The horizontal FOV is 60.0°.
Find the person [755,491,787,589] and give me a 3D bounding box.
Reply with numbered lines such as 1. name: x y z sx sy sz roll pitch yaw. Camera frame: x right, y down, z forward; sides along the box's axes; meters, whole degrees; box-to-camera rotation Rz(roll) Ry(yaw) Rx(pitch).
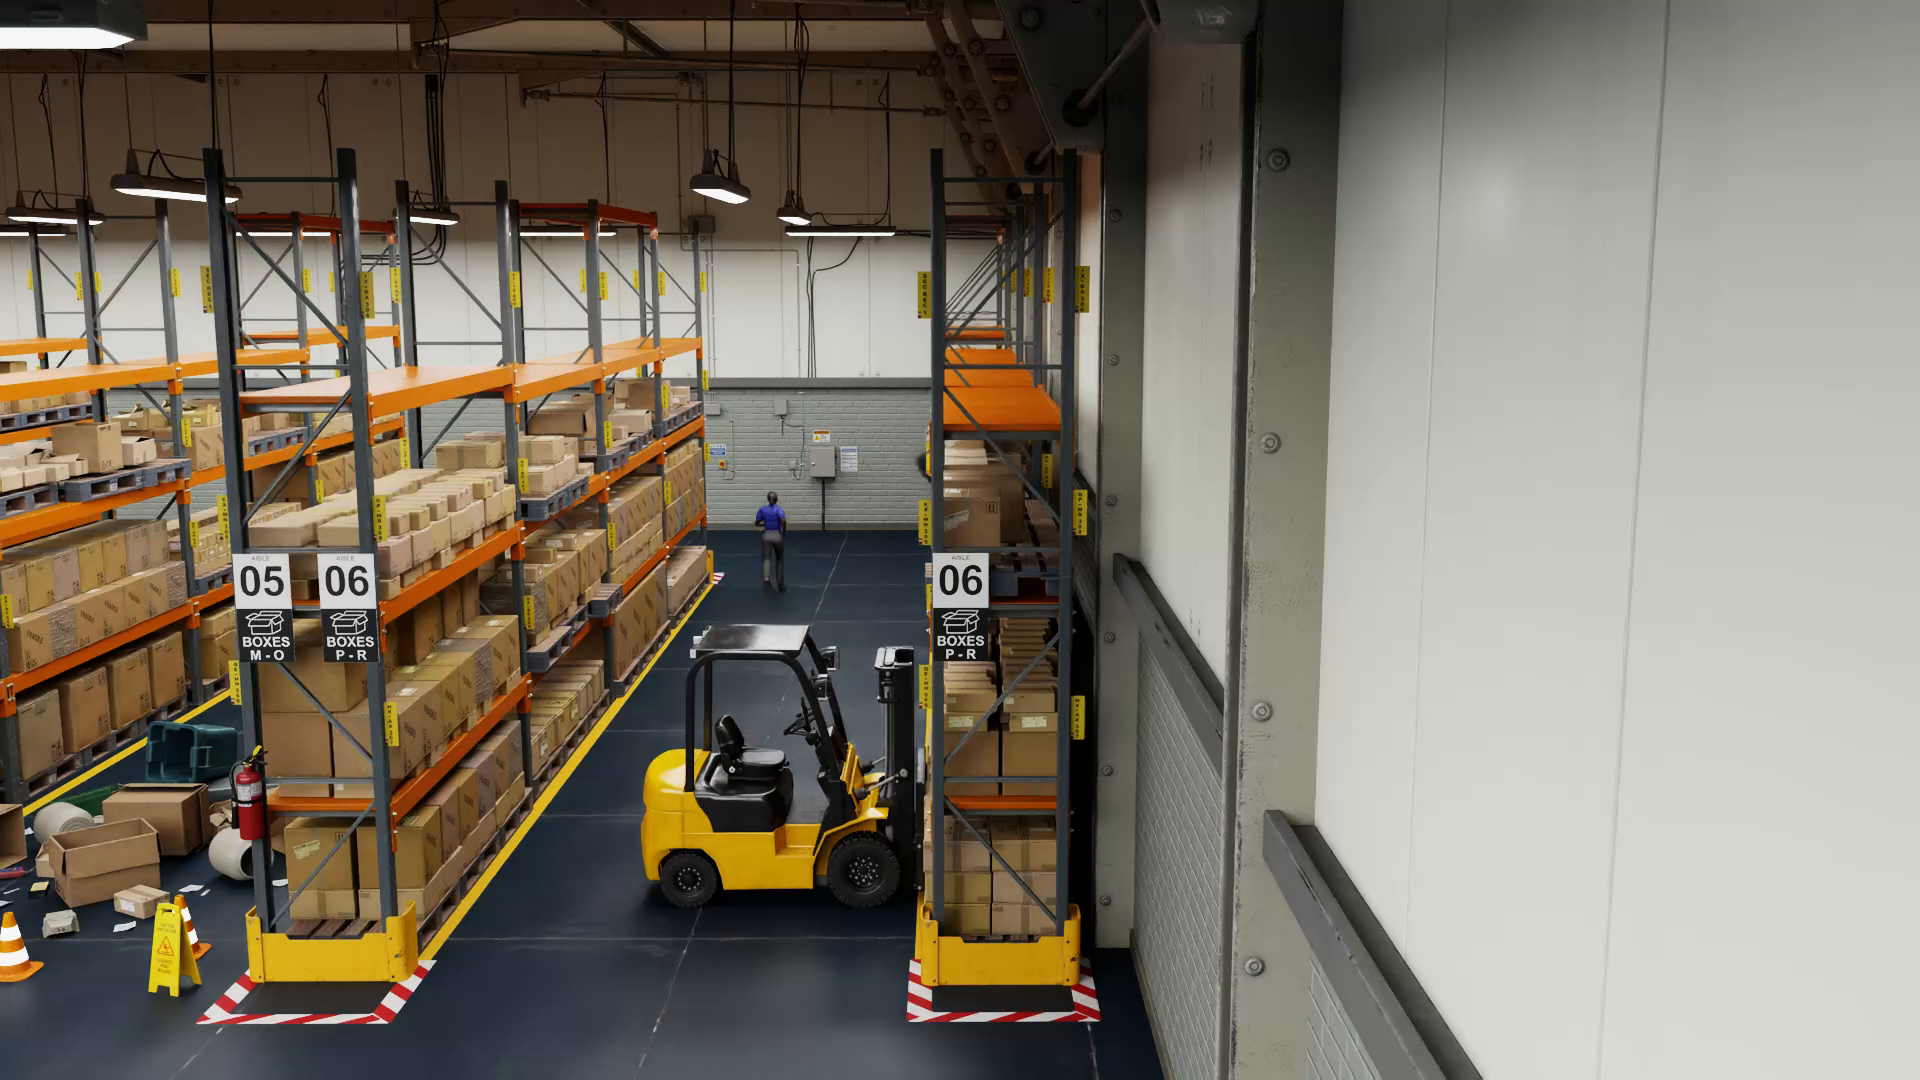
1. person: -3.063 0.090 27.000 0.543 1.592 1.052 0 9 -1
